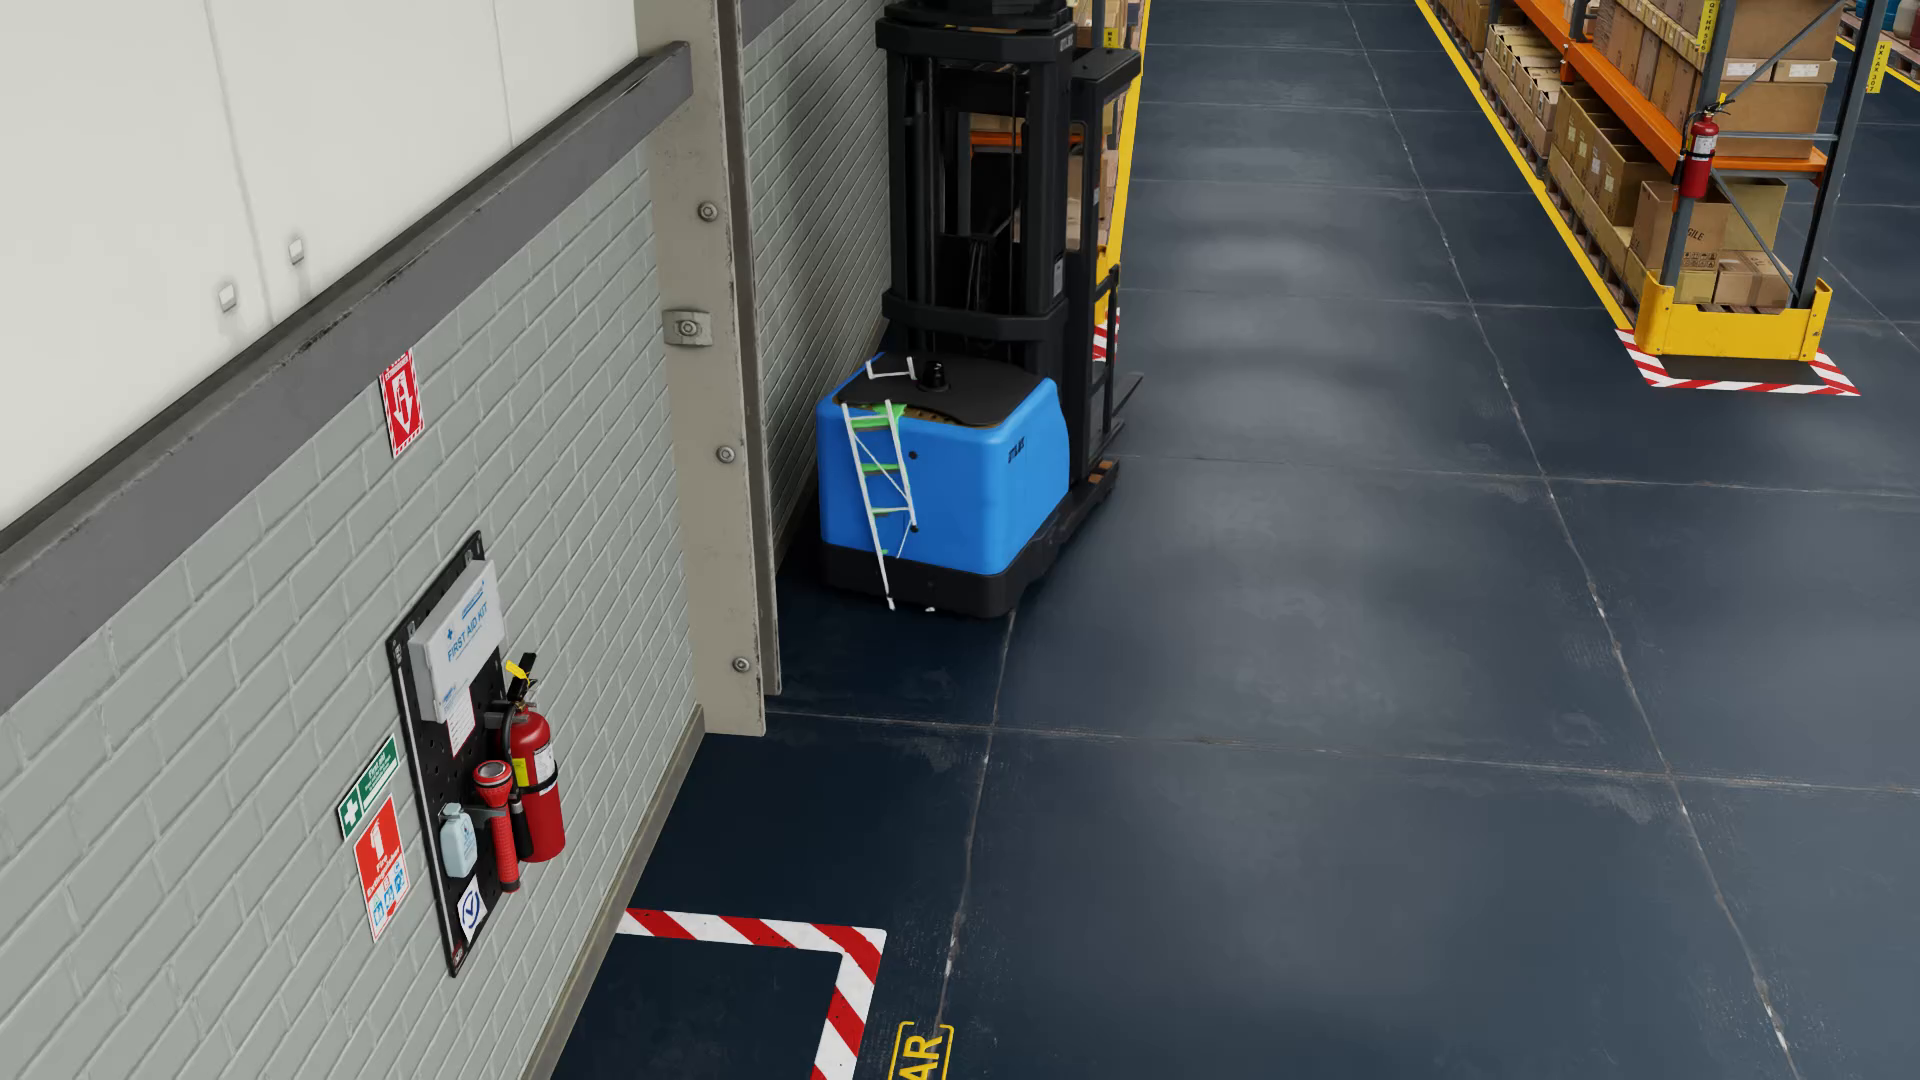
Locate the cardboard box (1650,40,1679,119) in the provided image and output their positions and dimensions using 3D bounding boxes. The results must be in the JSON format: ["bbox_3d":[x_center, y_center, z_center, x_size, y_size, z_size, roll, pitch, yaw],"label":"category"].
[{"bbox_3d":[5.594,-3.429,12.347,0.700,0.500,0.500,4,29,7],"label":"cardboard box"}]

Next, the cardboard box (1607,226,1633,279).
[{"bbox_3d":[5.220,-2.165,12.563,0.500,0.250,0.500,3,28,6],"label":"cardboard box"}]

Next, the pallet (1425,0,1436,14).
[{"bbox_3d":[6.954,-7.429,22.818,1.003,0.211,1.213,3,28,6],"label":"pallet"}]

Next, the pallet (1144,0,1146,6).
[{"bbox_3d":[2.123,-7.746,23.405,1.003,0.211,1.213,3,28,6],"label":"pallet"}]

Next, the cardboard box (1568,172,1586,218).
[{"bbox_3d":[5.398,-2.872,13.874,0.500,0.250,0.500,3,28,6],"label":"cardboard box"}]

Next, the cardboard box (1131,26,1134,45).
[{"bbox_3d":[1.682,-6.314,19.631,0.750,0.750,0.750,3,28,6],"label":"cardboard box"}]

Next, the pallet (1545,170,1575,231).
[{"bbox_3d":[5.749,-2.969,14.538,1.003,0.211,1.213,3,28,6],"label":"pallet"}]

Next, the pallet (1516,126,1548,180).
[{"bbox_3d":[5.940,-3.690,15.876,1.003,0.211,1.213,3,28,6],"label":"pallet"}]

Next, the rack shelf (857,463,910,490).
[{"bbox_3d":[-0.332,-0.425,8.402,0.258,0.148,0.480,-4,30,15],"label":"rack shelf"}]

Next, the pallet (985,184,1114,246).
[{"bbox_3d":[0.777,-2.733,14.100,1.003,0.211,1.213,3,28,6],"label":"pallet"}]

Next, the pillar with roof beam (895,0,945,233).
[{"bbox_3d":[3.981,-5.742,10.421,9.100,9.000,0.400,3,28,6],"label":"pillar with roof beam"}]

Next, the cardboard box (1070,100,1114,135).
[{"bbox_3d":[0.856,-3.125,12.026,0.500,0.250,0.500,3,28,5],"label":"cardboard box"}]

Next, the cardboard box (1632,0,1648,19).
[{"bbox_3d":[5.509,-4.176,13.049,0.380,0.149,0.250,3,28,5],"label":"cardboard box"}]

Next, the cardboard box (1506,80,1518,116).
[{"bbox_3d":[5.841,-4.473,16.846,0.500,0.250,0.500,4,29,7],"label":"cardboard box"}]

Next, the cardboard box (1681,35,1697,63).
[{"bbox_3d":[5.318,-3.449,11.701,0.380,0.149,0.250,3,28,5],"label":"cardboard box"}]

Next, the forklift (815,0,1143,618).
[{"bbox_3d":[0.296,-1.577,9.088,1.130,2.935,3.031,11,30,20],"label":"forklift"}]

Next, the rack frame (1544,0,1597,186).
[{"bbox_3d":[5.888,-4.568,14.567,1.000,3.000,0.127,3,28,6],"label":"rack frame"}]

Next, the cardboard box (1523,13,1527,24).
[{"bbox_3d":[6.776,-5.989,19.375,0.500,0.500,0.500,2,28,4],"label":"cardboard box"}]

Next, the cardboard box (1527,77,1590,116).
[{"bbox_3d":[5.711,-4.242,15.826,0.500,0.311,0.500,4,29,8],"label":"cardboard box"}]

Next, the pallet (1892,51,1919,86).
[{"bbox_3d":[11.349,-5.307,18.879,1.003,0.211,1.213,3,28,6],"label":"pallet"}]

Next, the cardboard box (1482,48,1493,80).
[{"bbox_3d":[6.023,-5.196,18.188,0.500,0.250,0.500,3,28,6],"label":"cardboard box"}]

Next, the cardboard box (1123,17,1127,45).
[{"bbox_3d":[1.214,-4.556,14.682,0.500,0.250,0.500,3,29,6],"label":"cardboard box"}]

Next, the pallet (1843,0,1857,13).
[{"bbox_3d":[11.836,-7.165,22.327,1.003,0.211,1.213,3,28,6],"label":"pallet"}]

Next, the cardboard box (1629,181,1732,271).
[{"bbox_3d":[5.169,-2.260,11.947,0.500,0.500,0.500,3,28,6],"label":"cardboard box"}]

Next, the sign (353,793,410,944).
[{"bbox_3d":[-1.537,0.873,4.430,0.001,0.329,0.234,3,28,6],"label":"sign"}]

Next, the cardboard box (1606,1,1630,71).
[{"bbox_3d":[5.782,-4.154,13.693,0.700,0.500,0.500,3,28,6],"label":"cardboard box"}]

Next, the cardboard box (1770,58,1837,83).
[{"bbox_3d":[5.660,-3.187,11.214,0.380,0.149,0.250,3,28,6],"label":"cardboard box"}]

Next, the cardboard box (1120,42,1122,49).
[{"bbox_3d":[1.038,-3.848,13.367,0.500,0.250,0.500,4,29,7],"label":"cardboard box"}]

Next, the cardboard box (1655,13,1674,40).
[{"bbox_3d":[5.413,-3.815,12.380,0.380,0.149,0.250,4,29,8],"label":"cardboard box"}]

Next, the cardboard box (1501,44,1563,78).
[{"bbox_3d":[5.902,-4.955,17.150,0.500,0.311,0.500,3,28,5],"label":"cardboard box"}]

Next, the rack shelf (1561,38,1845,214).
[{"bbox_3d":[5.643,-3.310,12.990,1.077,0.370,4.000,3,28,6],"label":"rack shelf"}]

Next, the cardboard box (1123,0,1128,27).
[{"bbox_3d":[1.165,-4.651,14.068,0.500,0.500,0.500,3,28,6],"label":"cardboard box"}]

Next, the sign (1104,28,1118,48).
[{"bbox_3d":[1.020,-3.321,11.339,0.100,0.325,0.005,3,28,6],"label":"sign"}]

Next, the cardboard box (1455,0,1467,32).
[{"bbox_3d":[6.382,-6.489,20.304,0.500,0.500,0.500,2,28,4],"label":"cardboard box"}]

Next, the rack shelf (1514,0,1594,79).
[{"bbox_3d":[6.133,-5.193,16.485,1.077,0.370,4.000,3,28,6],"label":"rack shelf"}]

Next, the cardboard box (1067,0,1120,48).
[{"bbox_3d":[0.909,-3.684,12.271,0.500,0.500,0.500,3,29,6],"label":"cardboard box"}]

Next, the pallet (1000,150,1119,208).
[{"bbox_3d":[0.924,-3.308,15.169,1.003,0.211,1.213,3,28,6],"label":"pallet"}]

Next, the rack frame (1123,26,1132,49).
[{"bbox_3d":[1.462,-6.737,18.593,1.000,3.000,0.127,3,28,6],"label":"rack frame"}]

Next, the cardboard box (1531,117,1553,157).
[{"bbox_3d":[5.652,-3.755,15.513,0.500,0.250,0.500,3,28,6],"label":"cardboard box"}]

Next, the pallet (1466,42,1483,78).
[{"bbox_3d":[6.508,-5.573,19.371,1.003,0.211,1.213,3,28,6],"label":"pallet"}]

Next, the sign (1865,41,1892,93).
[{"bbox_3d":[5.948,-3.066,10.783,0.100,0.325,0.005,3,28,6],"label":"sign"}]

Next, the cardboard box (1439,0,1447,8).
[{"bbox_3d":[6.568,-7.214,21.649,0.500,0.500,0.500,2,28,4],"label":"cardboard box"}]

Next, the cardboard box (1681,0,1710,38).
[{"bbox_3d":[5.534,-3.792,11.653,0.700,0.500,0.500,3,28,5],"label":"cardboard box"}]

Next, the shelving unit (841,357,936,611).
[{"bbox_3d":[-0.301,-0.274,8.486,0.258,1.200,0.503,-4,30,15],"label":"shelving unit"}]

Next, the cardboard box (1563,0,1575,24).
[{"bbox_3d":[5.814,-4.934,15.387,0.396,0.266,0.258,3,28,5],"label":"cardboard box"}]

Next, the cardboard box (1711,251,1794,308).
[{"bbox_3d":[5.685,-1.899,12.069,0.500,0.250,0.500,3,28,6],"label":"cardboard box"}]

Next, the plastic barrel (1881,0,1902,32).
[{"bbox_3d":[11.614,-6.717,20.325,0.600,0.901,0.708,3,28,6],"label":"plastic barrel"}]

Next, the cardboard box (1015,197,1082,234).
[{"bbox_3d":[0.725,-2.570,13.229,0.500,0.311,0.500,6,29,10],"label":"cardboard box"}]

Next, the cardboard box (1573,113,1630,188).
[{"bbox_3d":[5.398,-3.202,13.696,0.500,0.500,0.500,3,28,6],"label":"cardboard box"}]

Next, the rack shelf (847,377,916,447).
[{"bbox_3d":[-0.375,-0.631,8.286,0.258,0.148,0.480,-4,30,15],"label":"rack shelf"}]
